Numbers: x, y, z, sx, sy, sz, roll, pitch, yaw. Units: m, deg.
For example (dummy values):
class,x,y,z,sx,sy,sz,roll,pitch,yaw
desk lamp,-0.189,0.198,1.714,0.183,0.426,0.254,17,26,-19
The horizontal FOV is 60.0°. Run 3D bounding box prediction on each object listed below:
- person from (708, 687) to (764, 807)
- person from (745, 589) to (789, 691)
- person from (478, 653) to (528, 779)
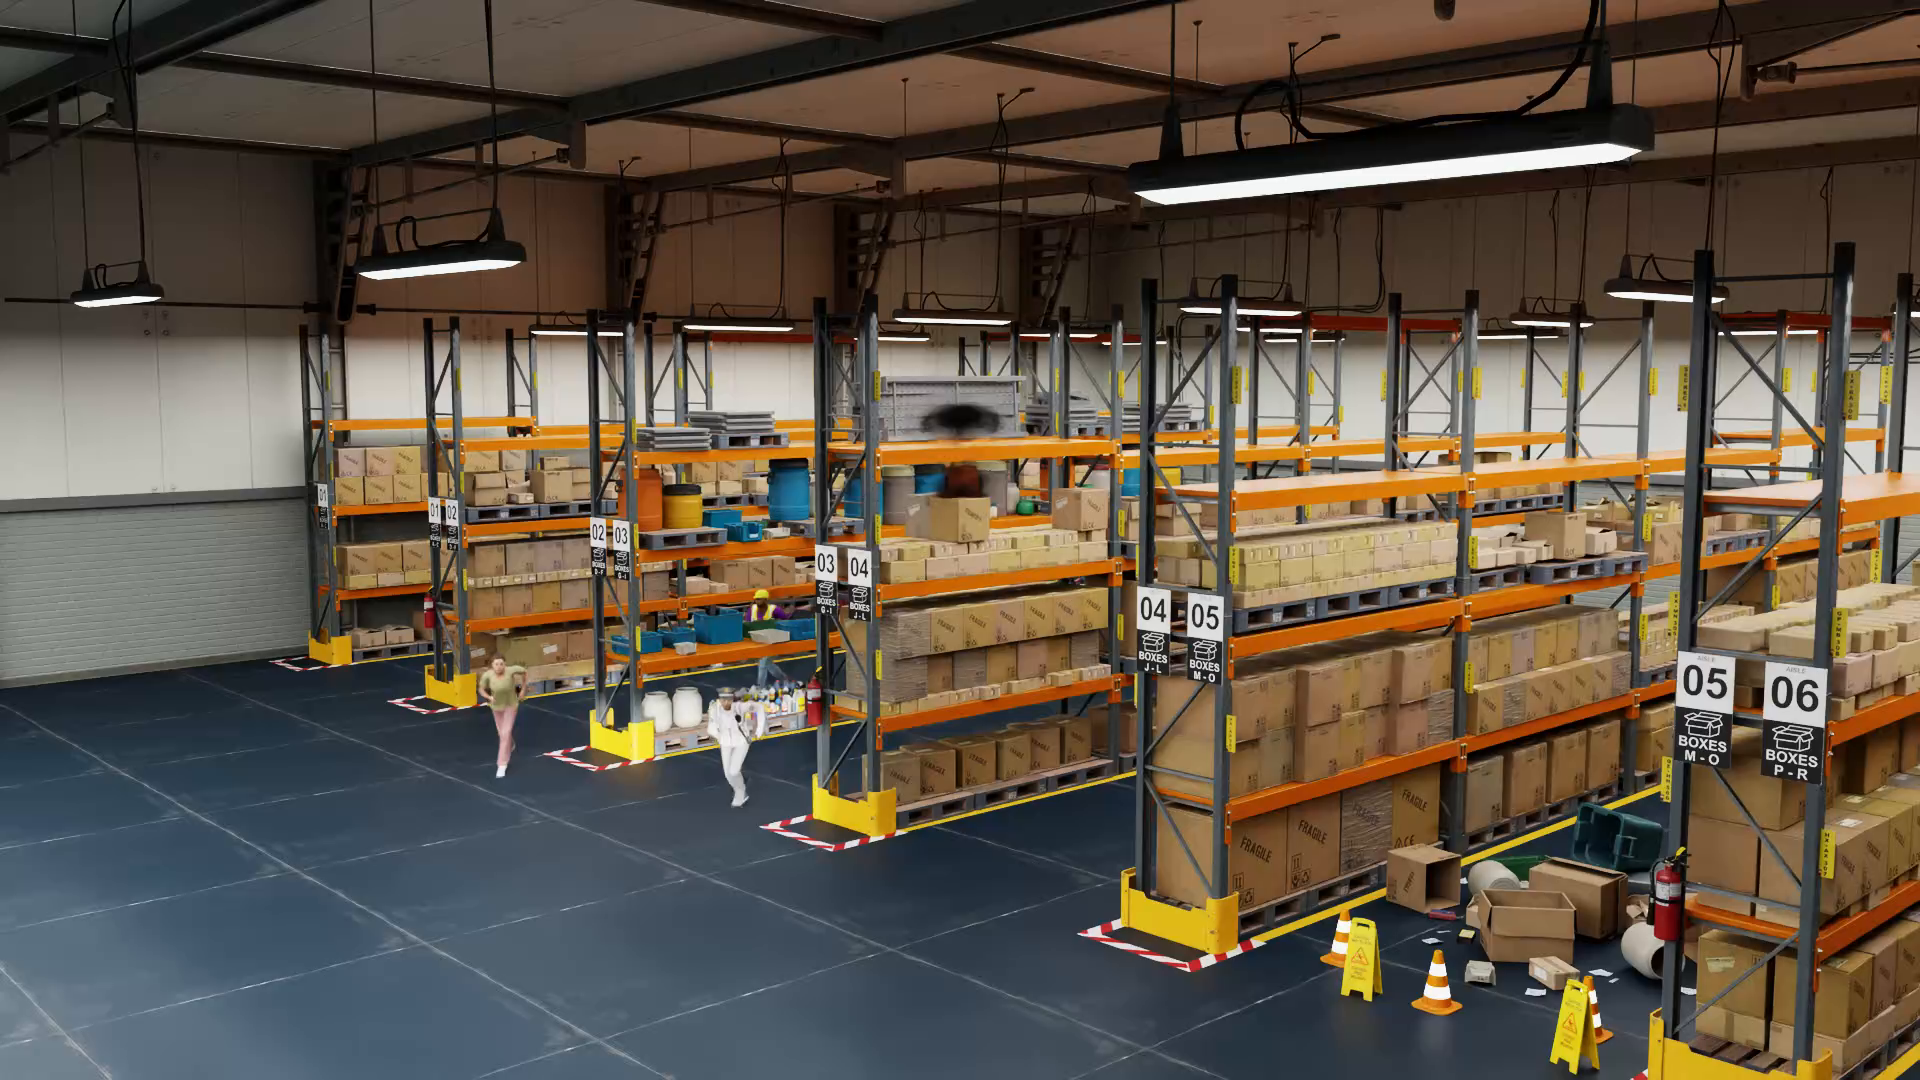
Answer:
class,x,y,z,sx,sy,sz,roll,pitch,yaw
person,-2.621,2.429,19.501,0.620,1.533,0.877,1,6,10
person,-3.056,1.623,26.452,0.672,1.735,0.847,3,7,28
person,-5.912,2.215,21.606,0.608,1.629,0.967,-1,6,-7
